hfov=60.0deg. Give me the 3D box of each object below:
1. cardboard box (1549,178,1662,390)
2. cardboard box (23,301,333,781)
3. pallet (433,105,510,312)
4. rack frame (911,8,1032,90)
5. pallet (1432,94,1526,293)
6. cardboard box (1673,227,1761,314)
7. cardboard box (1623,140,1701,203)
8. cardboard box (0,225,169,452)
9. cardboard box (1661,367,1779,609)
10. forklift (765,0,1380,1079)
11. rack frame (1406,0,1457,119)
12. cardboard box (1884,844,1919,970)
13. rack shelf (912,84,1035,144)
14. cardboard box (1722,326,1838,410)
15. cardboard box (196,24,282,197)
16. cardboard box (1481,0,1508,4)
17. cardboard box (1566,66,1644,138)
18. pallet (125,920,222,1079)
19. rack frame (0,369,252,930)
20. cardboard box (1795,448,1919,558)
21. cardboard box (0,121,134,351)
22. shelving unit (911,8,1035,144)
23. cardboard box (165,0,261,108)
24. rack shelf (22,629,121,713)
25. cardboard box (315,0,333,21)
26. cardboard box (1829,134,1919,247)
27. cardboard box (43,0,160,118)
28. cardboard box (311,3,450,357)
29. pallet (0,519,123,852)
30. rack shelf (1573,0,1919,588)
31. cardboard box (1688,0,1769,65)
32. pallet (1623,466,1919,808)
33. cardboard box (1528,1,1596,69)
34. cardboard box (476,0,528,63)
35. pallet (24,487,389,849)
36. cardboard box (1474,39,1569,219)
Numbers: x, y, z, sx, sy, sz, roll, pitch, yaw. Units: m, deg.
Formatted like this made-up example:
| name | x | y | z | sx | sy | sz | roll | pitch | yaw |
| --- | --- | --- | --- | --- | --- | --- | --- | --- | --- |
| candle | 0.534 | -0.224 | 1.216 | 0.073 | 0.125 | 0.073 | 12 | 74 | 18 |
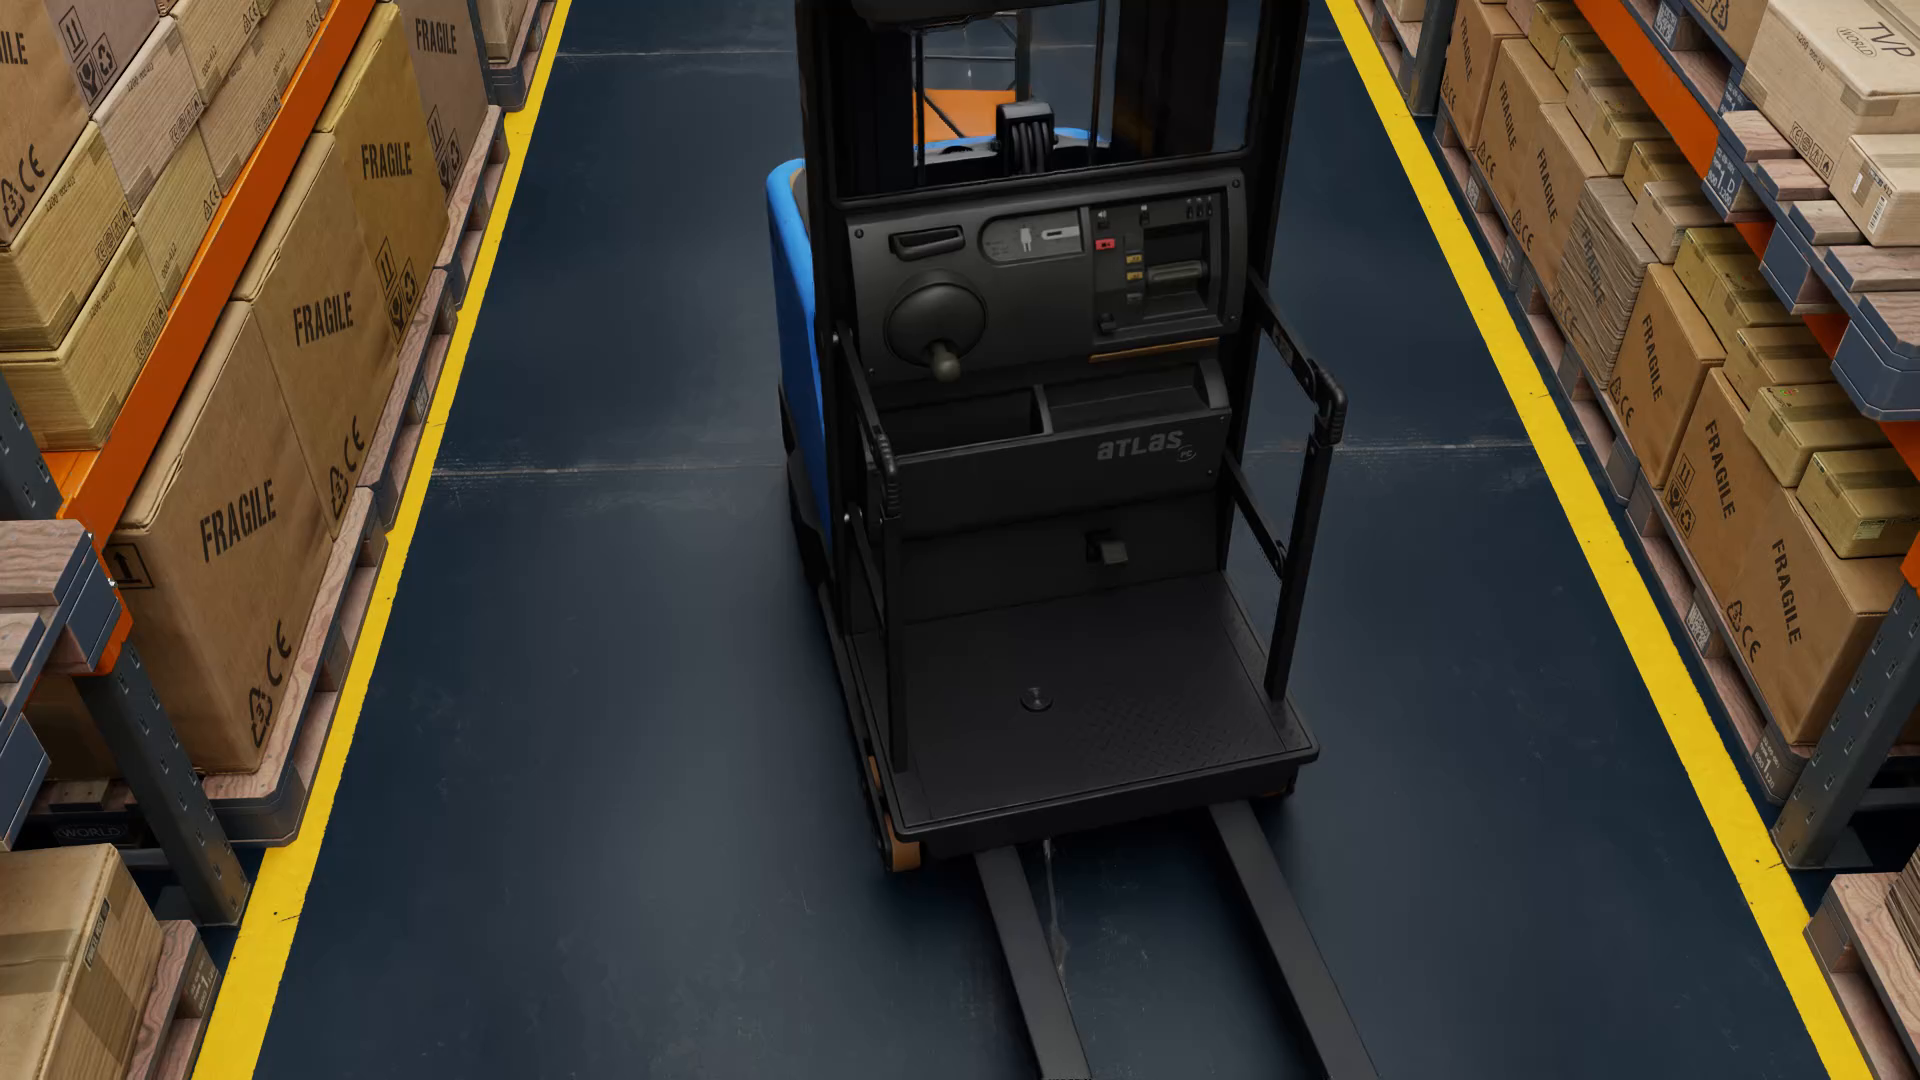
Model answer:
| name | x | y | z | sx | sy | sz | roll | pitch | yaw |
| --- | --- | --- | --- | --- | --- | --- | --- | --- | --- |
| cardboard box | 2.333 | -0.856 | 5.503 | 0.500 | 0.500 | 0.500 | -3 | 43 | -3 |
| cardboard box | -2.263 | 0.003 | 4.288 | 0.875 | 0.875 | 0.875 | -2 | 43 | -2 |
| pallet | -2.378 | -1.310 | 6.523 | 1.003 | 0.211 | 1.213 | -2 | 43 | -2 |
| rack frame | 0.007 | -1.750 | 6.050 | 0.500 | 1.500 | 0.032 | 2 | 43 | 2 |
| pallet | 2.545 | -1.426 | 6.649 | 1.003 | 0.211 | 1.213 | -2 | 43 | -2 |
| cardboard box | 2.382 | -0.810 | 4.973 | 0.380 | 0.149 | 0.250 | -2 | 43 | -2 |
| cardboard box | 2.381 | -1.163 | 5.358 | 0.380 | 0.149 | 0.250 | -1 | 43 | -2 |
| cardboard box | -2.086 | -0.439 | 3.620 | 0.500 | 0.250 | 0.500 | -2 | 43 | -3 |
| cardboard box | 2.399 | -0.152 | 4.735 | 0.500 | 0.500 | 0.500 | -2 | 43 | -2 |
| forklift | 0.264 | -0.514 | 3.642 | 1.130 | 2.935 | 3.031 | -9 | 43 | -10 |
| rack frame | 2.473 | -3.002 | 6.305 | 1.000 | 3.000 | 0.127 | -2 | 43 | -2 |
| cardboard box | 2.655 | 0.841 | 3.560 | 0.875 | 0.625 | 0.625 | 0 | 43 | 0 |
| rack shelf | -0.018 | -1.275 | 5.797 | 0.538 | 0.185 | 1.000 | 2 | 43 | 2 |
| cardboard box | 2.359 | -0.462 | 4.594 | 0.380 | 0.149 | 0.250 | -3 | 43 | -3 |
| cardboard box | -2.142 | -1.139 | 4.384 | 0.500 | 0.250 | 0.500 | 0 | 43 | 0 |
| cardboard box | 2.222 | -2.224 | 6.516 | 0.380 | 0.149 | 0.250 | 0 | 43 | 0 |
| cardboard box | 2.332 | -1.512 | 5.739 | 0.380 | 0.149 | 0.250 | -2 | 43 | -2 |
| pallet | -2.285 | 1.399 | 3.567 | 1.003 | 0.211 | 1.213 | -2 | 43 | -2 |
| rack frame | -2.317 | -0.156 | 3.201 | 1.000 | 3.000 | 0.127 | -2 | 43 | -2 |
| cardboard box | 2.368 | -0.100 | 4.198 | 0.380 | 0.149 | 0.250 | -4 | 43 | -4 |
| cardboard box | -2.091 | -0.635 | 3.464 | 0.500 | 0.250 | 0.500 | -2 | 43 | -2 |
| shelving unit | -0.018 | -1.414 | 5.682 | 0.587 | 1.500 | 1.083 | 2 | 43 | 2 |
| cardboard box | -2.121 | -1.320 | 4.212 | 0.500 | 0.250 | 0.500 | -2 | 43 | -2 |
| rack shelf | -2.232 | 1.459 | 1.971 | 1.077 | 0.370 | 4.000 | -2 | 43 | -2 |
| cardboard box | -2.193 | -1.821 | 5.128 | 0.500 | 0.250 | 0.500 | -3 | 43 | -3 |
| cardboard box | 2.231 | -0.796 | 3.774 | 0.380 | 0.149 | 0.250 | -1 | 43 | -1 |
| cardboard box | -2.124 | -1.236 | 3.565 | 0.500 | 0.500 | 0.500 | -1 | 43 | -2 |
| cardboard box | -2.334 | -1.203 | 5.604 | 0.875 | 0.875 | 0.875 | -1 | 43 | -1 |
| pallet | -2.180 | 0.392 | 2.744 | 1.213 | 0.211 | 1.003 | -2 | 43 | -2 |
| rack shelf | 2.557 | -1.386 | 5.075 | 1.077 | 0.370 | 4.000 | -2 | 43 | -2 |
| cardboard box | 2.388 | -1.591 | 4.379 | 0.797 | 0.503 | 0.637 | -3 | 43 | -3 |
| pallet | 2.648 | 0.221 | 4.852 | 1.003 | 0.211 | 1.213 | -2 | 43 | -2 |
| cardboard box | 2.333 | -1.867 | 6.126 | 0.380 | 0.149 | 0.250 | -4 | 43 | -4 |
| cardboard box | -2.406 | -2.494 | 7.336 | 0.875 | 0.438 | 0.875 | -2 | 43 | -2 |
| pallet | -2.275 | 0.337 | 4.726 | 1.003 | 0.211 | 1.213 | -2 | 43 | -2 |
| cardboard box | 2.301 | -1.543 | 6.253 | 0.500 | 0.500 | 0.500 | -2 | 43 | -2 |
